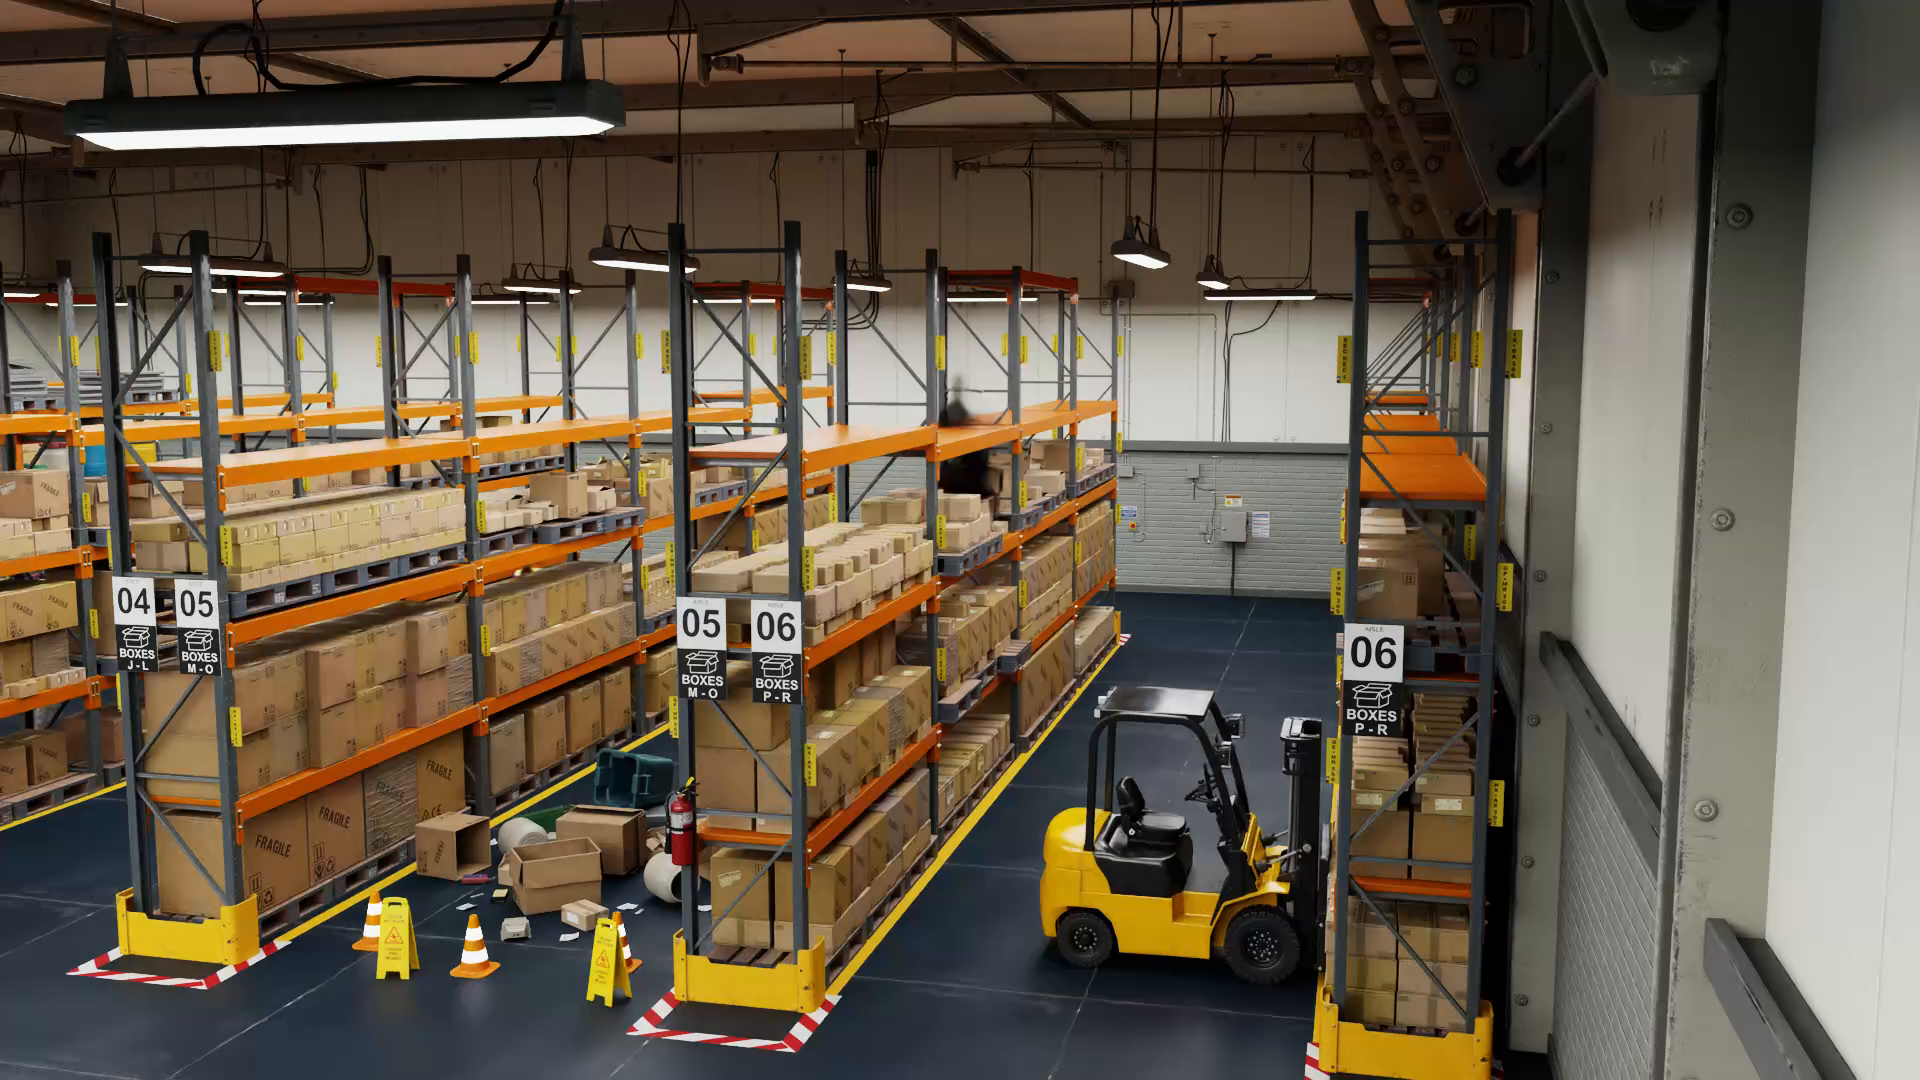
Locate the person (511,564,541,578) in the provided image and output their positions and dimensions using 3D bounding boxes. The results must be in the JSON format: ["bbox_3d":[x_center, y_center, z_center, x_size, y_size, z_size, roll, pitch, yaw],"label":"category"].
[{"bbox_3d":[-6.809,1.088,26.278,0.630,1.810,0.855,2,7,16],"label":"person"}]

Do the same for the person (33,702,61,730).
[{"bbox_3d":[-12.066,1.612,21.791,0.659,1.791,0.967,0,7,3],"label":"person"}]
